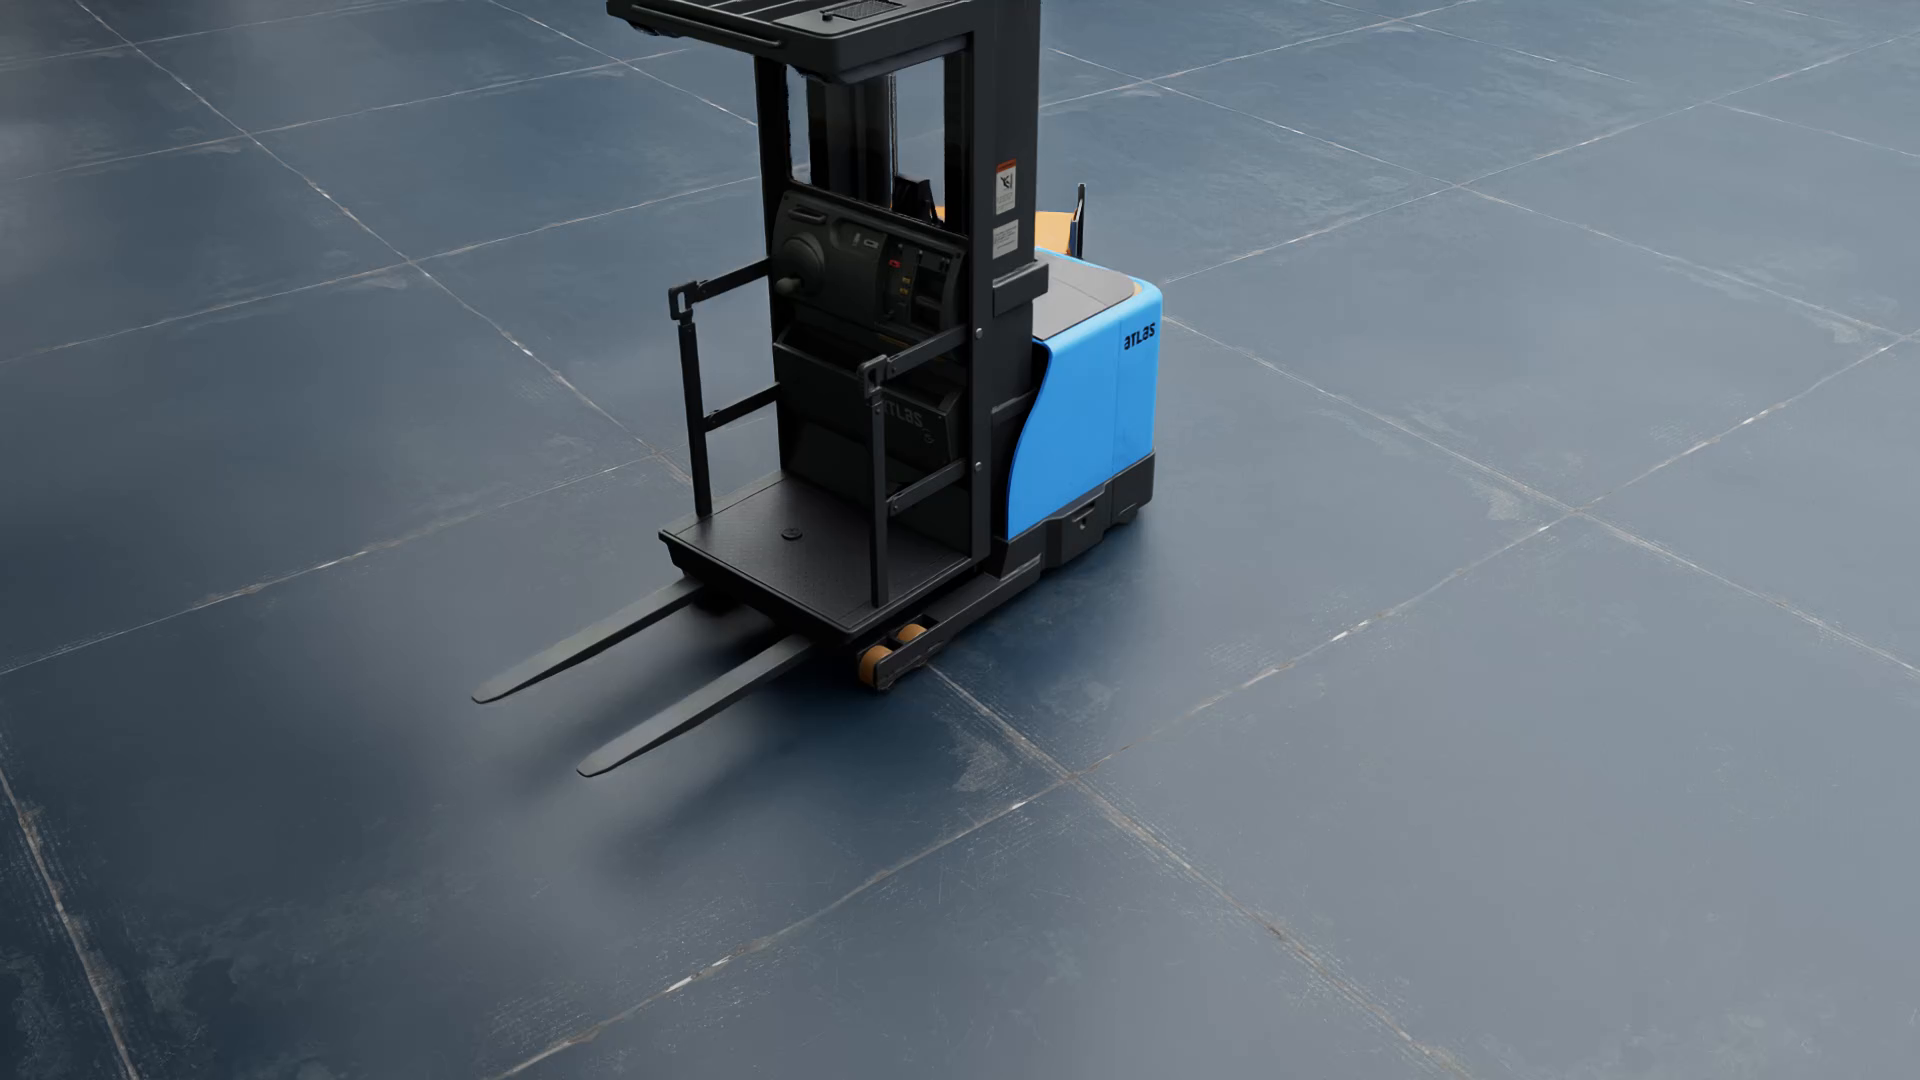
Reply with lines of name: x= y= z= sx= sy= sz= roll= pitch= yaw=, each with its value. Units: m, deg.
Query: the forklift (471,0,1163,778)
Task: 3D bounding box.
forklift: x=-0.492 y=-0.978 z=6.047 sx=1.130 sy=2.935 sz=3.031 roll=25 pitch=40 yaw=34

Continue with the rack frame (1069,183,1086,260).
rack frame: x=0.540 y=-1.069 z=7.905 sx=0.032 sy=1.125 sz=0.500 roll=4 pitch=32 yaw=7

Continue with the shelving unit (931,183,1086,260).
shelving unit: x=0.037 y=-1.107 z=7.966 sx=1.048 sy=1.125 sz=0.538 roll=4 pitch=32 yaw=7

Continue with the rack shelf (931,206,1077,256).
rack shelf: x=0.037 y=-1.355 z=7.812 sx=1.000 sy=0.278 sz=0.538 roll=4 pitch=32 yaw=7
